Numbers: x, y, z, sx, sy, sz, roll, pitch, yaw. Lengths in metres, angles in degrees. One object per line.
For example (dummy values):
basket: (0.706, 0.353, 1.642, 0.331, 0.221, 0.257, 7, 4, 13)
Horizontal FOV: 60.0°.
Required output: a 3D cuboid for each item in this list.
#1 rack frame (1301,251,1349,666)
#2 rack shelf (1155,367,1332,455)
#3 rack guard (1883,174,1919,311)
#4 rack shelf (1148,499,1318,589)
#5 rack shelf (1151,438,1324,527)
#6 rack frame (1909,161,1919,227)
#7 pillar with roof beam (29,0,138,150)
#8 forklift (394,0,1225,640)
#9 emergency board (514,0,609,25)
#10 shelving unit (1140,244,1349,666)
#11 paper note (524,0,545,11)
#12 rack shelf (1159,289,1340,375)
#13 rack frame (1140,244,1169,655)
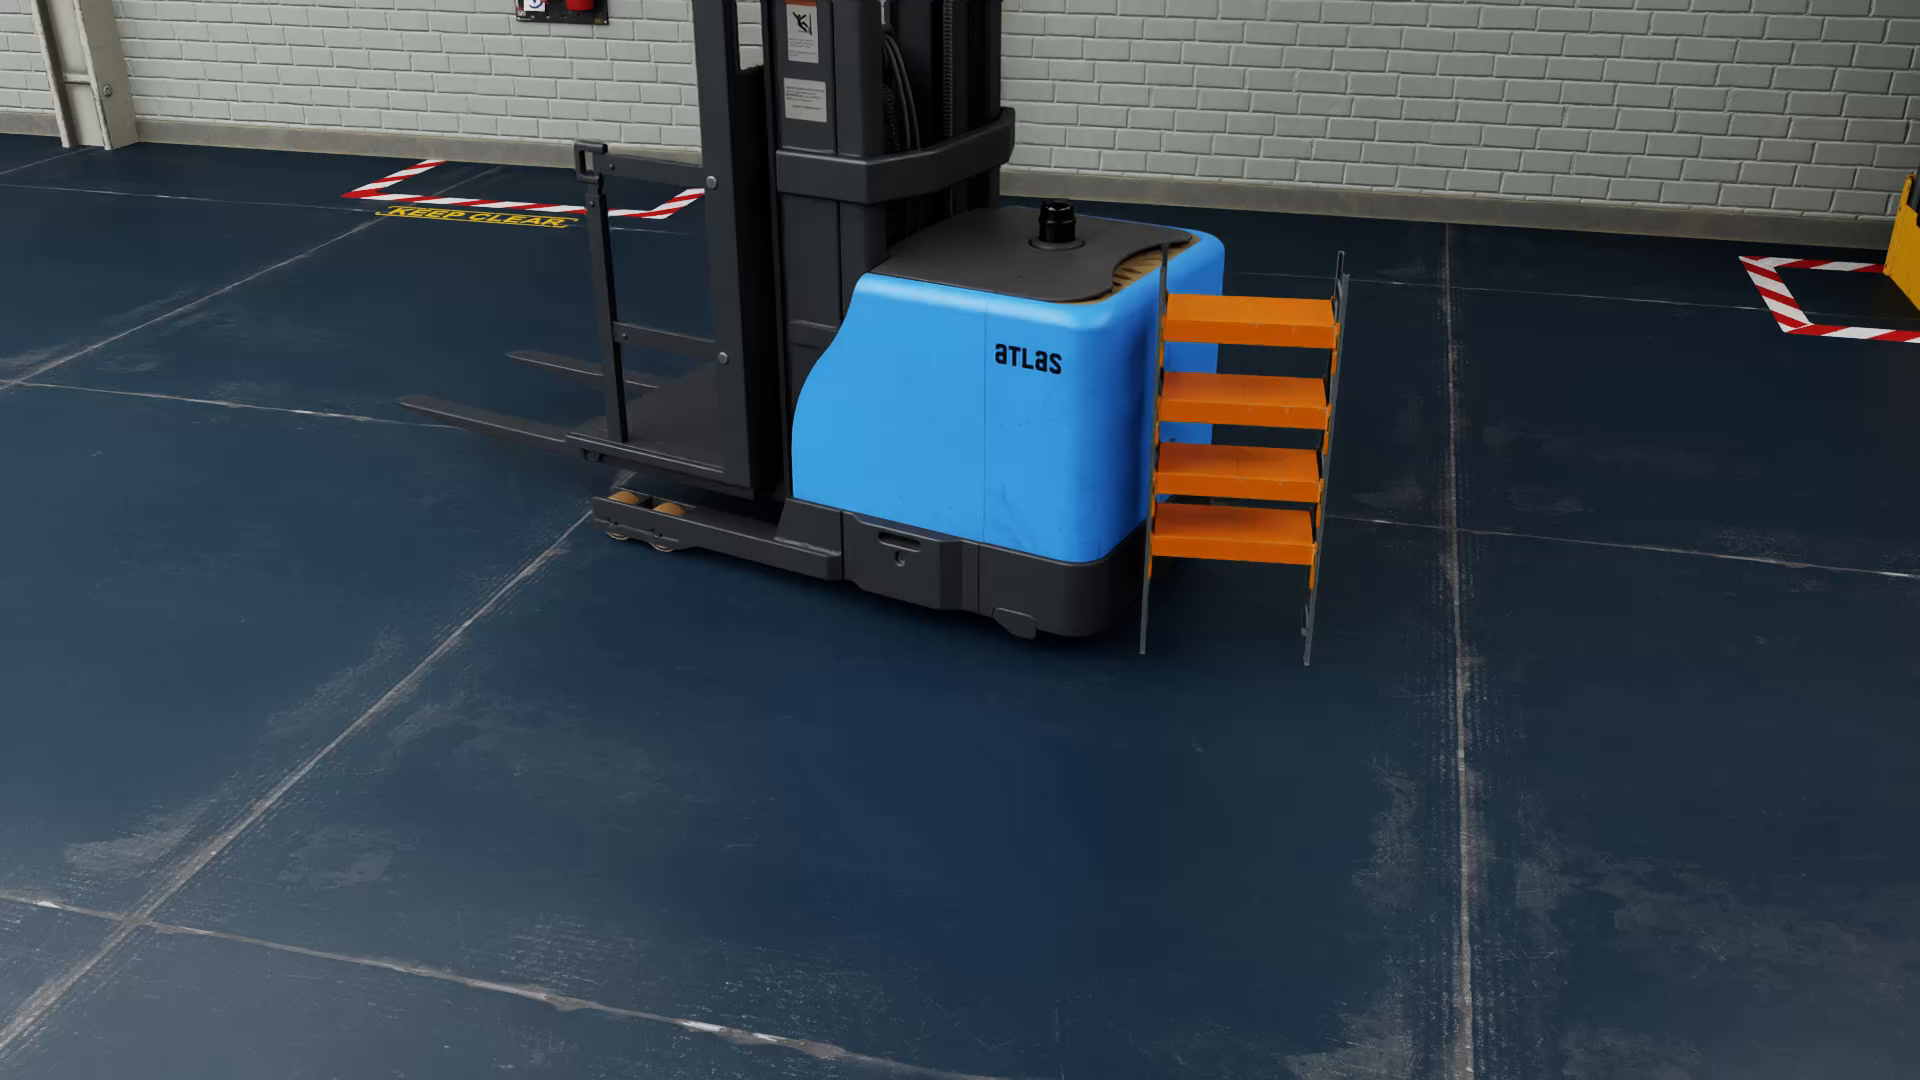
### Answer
rack frame: (1.051, -0.217, 4.810, 0.015, 1.200, 0.240, 4, 26, 7)
rack shelf: (0.809, -0.373, 4.774, 0.480, 0.148, 0.258, 4, 26, 7)
rack guard: (4.863, -1.392, 8.092, 0.348, 0.500, 1.175, 6, 26, 13)
rack shelf: (0.809, 0.008, 4.955, 0.480, 0.148, 0.258, 4, 26, 7)
rack shelf: (0.809, -0.171, 4.870, 0.480, 0.148, 0.258, 4, 26, 7)
rack frame: (4.790, -2.528, 7.571, 0.127, 3.000, 1.000, 6, 26, 13)
pillar with roof beam: (-7.011, -5.015, 5.815, 0.400, 9.000, 9.100, 6, 26, 13)
forklift: (-0.680, -1.464, 5.416, 3.031, 2.935, 1.130, 13, 29, 26)
emergency board: (-2.512, -3.736, 10.109, 0.643, 1.169, 0.194, 6, 26, 13)
shelving unit: (0.809, -0.232, 4.841, 0.503, 1.200, 0.258, 4, 26, 7)
paper note: (-2.666, -3.386, 10.398, 0.142, 0.148, 0.016, 6, 26, 13)
rack shelf: (0.809, -0.587, 4.672, 0.480, 0.148, 0.258, 4, 26, 7)
rack frame: (0.568, -0.247, 4.873, 0.015, 1.200, 0.240, 4, 26, 7)
